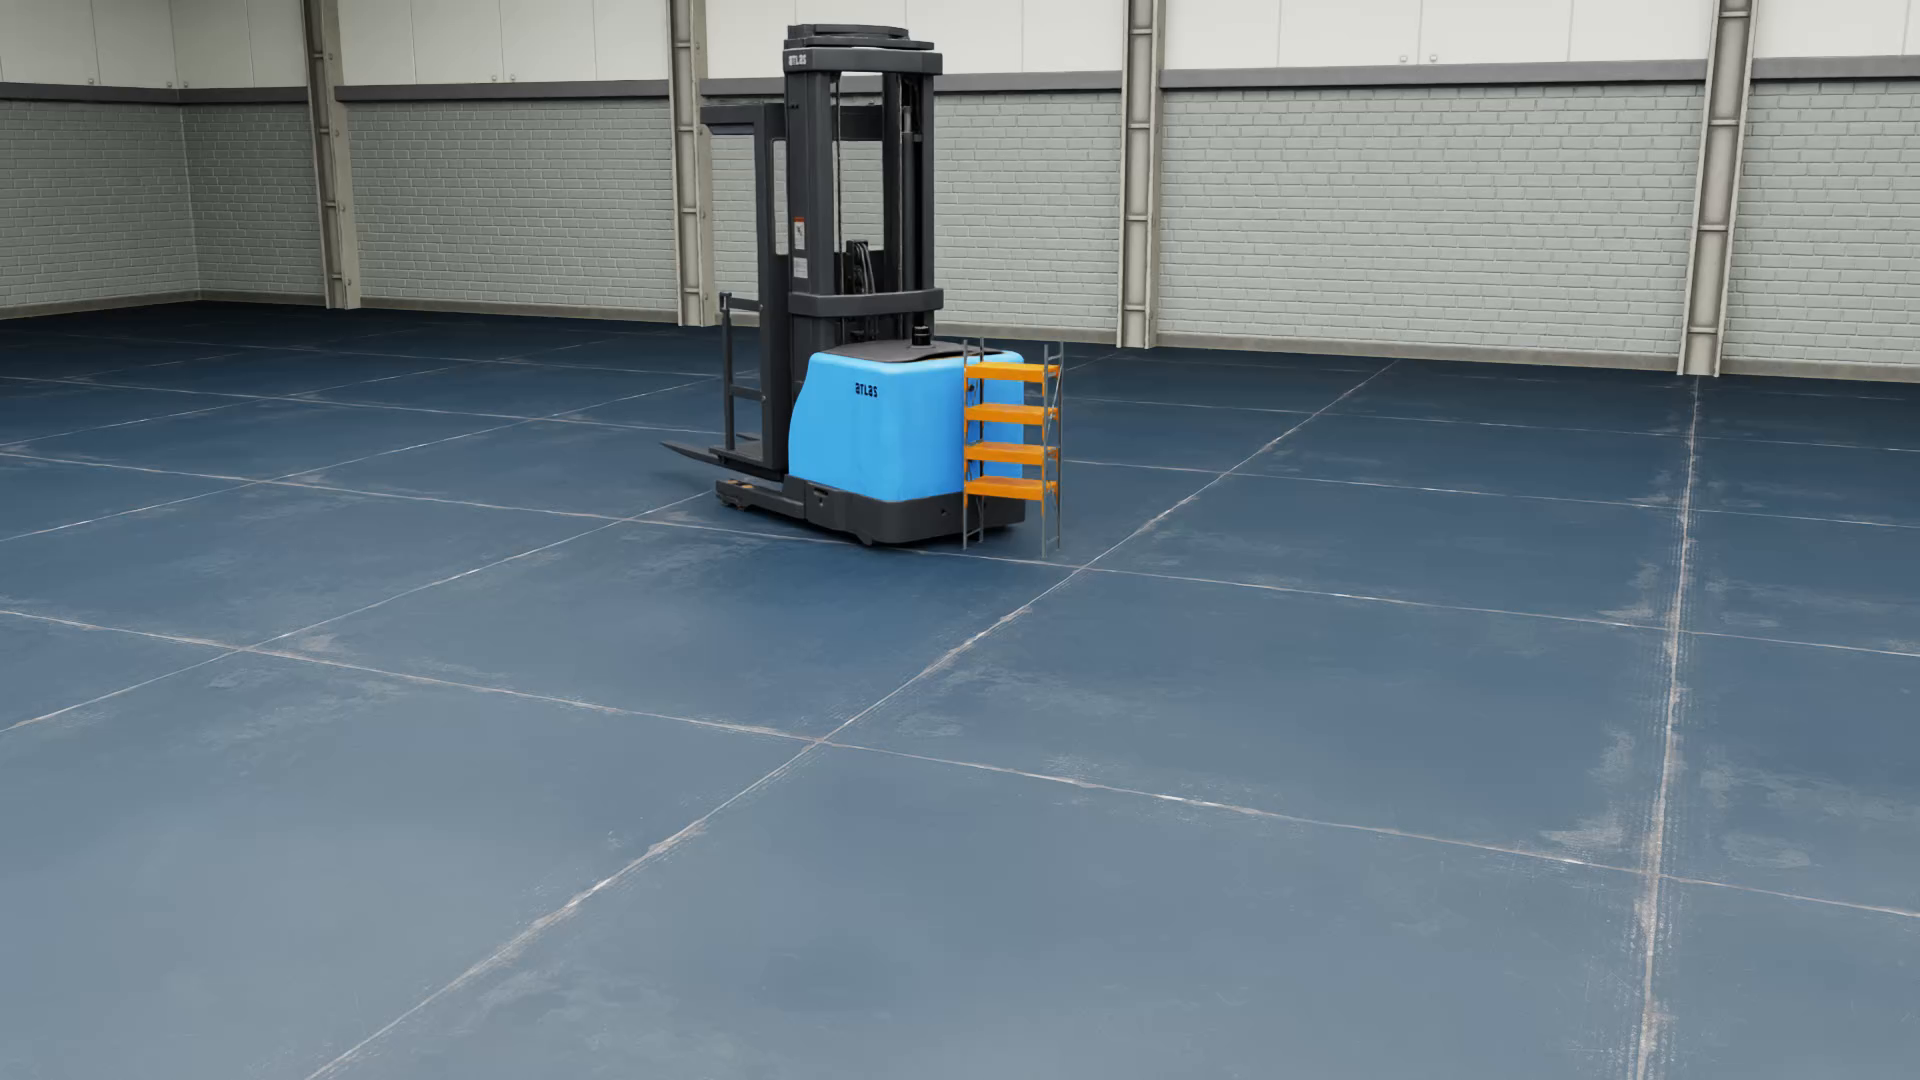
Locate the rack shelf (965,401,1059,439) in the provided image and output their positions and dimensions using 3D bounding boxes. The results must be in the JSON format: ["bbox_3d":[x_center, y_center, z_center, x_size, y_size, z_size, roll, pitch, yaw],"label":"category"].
[{"bbox_3d":[0.296,-0.676,9.323,0.480,0.148,0.258,6,15,25],"label":"rack shelf"}]

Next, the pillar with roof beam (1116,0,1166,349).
[{"bbox_3d":[0.311,-5.734,14.492,0.400,9.000,9.100,6,14,23],"label":"pillar with roof beam"}]

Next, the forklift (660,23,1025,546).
[{"bbox_3d":[-0.914,-1.673,10.470,1.130,2.935,3.031,-10,17,-37],"label":"forklift"}]

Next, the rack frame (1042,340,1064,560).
[{"bbox_3d":[0.516,-0.499,9.256,0.015,1.200,0.240,6,15,25],"label":"rack frame"}]

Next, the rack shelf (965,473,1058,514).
[{"bbox_3d":[0.296,-0.265,9.420,0.480,0.148,0.258,6,15,25],"label":"rack shelf"}]

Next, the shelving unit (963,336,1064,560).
[{"bbox_3d":[0.296,-0.523,9.359,0.503,1.200,0.258,6,15,25],"label":"shelving unit"}]

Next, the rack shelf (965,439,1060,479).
[{"bbox_3d":[0.296,-0.458,9.374,0.480,0.148,0.258,6,15,25],"label":"rack shelf"}]

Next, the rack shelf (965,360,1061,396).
[{"bbox_3d":[0.296,-0.906,9.269,0.480,0.148,0.258,6,15,25],"label":"rack shelf"}]

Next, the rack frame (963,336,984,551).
[{"bbox_3d":[0.076,-0.548,9.462,0.015,1.200,0.240,6,15,25],"label":"rack frame"}]

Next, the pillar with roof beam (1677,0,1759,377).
[{"bbox_3d":[5.797,-5.179,12.126,0.400,9.000,9.100,6,14,23],"label":"pillar with roof beam"}]

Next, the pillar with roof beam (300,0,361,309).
[{"bbox_3d":[-10.661,-6.844,19.224,0.400,9.000,9.100,6,14,23],"label":"pillar with roof beam"}]

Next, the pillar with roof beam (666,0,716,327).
[{"bbox_3d":[-5.175,-6.289,16.858,0.400,9.000,9.100,6,14,23],"label":"pillar with roof beam"}]
